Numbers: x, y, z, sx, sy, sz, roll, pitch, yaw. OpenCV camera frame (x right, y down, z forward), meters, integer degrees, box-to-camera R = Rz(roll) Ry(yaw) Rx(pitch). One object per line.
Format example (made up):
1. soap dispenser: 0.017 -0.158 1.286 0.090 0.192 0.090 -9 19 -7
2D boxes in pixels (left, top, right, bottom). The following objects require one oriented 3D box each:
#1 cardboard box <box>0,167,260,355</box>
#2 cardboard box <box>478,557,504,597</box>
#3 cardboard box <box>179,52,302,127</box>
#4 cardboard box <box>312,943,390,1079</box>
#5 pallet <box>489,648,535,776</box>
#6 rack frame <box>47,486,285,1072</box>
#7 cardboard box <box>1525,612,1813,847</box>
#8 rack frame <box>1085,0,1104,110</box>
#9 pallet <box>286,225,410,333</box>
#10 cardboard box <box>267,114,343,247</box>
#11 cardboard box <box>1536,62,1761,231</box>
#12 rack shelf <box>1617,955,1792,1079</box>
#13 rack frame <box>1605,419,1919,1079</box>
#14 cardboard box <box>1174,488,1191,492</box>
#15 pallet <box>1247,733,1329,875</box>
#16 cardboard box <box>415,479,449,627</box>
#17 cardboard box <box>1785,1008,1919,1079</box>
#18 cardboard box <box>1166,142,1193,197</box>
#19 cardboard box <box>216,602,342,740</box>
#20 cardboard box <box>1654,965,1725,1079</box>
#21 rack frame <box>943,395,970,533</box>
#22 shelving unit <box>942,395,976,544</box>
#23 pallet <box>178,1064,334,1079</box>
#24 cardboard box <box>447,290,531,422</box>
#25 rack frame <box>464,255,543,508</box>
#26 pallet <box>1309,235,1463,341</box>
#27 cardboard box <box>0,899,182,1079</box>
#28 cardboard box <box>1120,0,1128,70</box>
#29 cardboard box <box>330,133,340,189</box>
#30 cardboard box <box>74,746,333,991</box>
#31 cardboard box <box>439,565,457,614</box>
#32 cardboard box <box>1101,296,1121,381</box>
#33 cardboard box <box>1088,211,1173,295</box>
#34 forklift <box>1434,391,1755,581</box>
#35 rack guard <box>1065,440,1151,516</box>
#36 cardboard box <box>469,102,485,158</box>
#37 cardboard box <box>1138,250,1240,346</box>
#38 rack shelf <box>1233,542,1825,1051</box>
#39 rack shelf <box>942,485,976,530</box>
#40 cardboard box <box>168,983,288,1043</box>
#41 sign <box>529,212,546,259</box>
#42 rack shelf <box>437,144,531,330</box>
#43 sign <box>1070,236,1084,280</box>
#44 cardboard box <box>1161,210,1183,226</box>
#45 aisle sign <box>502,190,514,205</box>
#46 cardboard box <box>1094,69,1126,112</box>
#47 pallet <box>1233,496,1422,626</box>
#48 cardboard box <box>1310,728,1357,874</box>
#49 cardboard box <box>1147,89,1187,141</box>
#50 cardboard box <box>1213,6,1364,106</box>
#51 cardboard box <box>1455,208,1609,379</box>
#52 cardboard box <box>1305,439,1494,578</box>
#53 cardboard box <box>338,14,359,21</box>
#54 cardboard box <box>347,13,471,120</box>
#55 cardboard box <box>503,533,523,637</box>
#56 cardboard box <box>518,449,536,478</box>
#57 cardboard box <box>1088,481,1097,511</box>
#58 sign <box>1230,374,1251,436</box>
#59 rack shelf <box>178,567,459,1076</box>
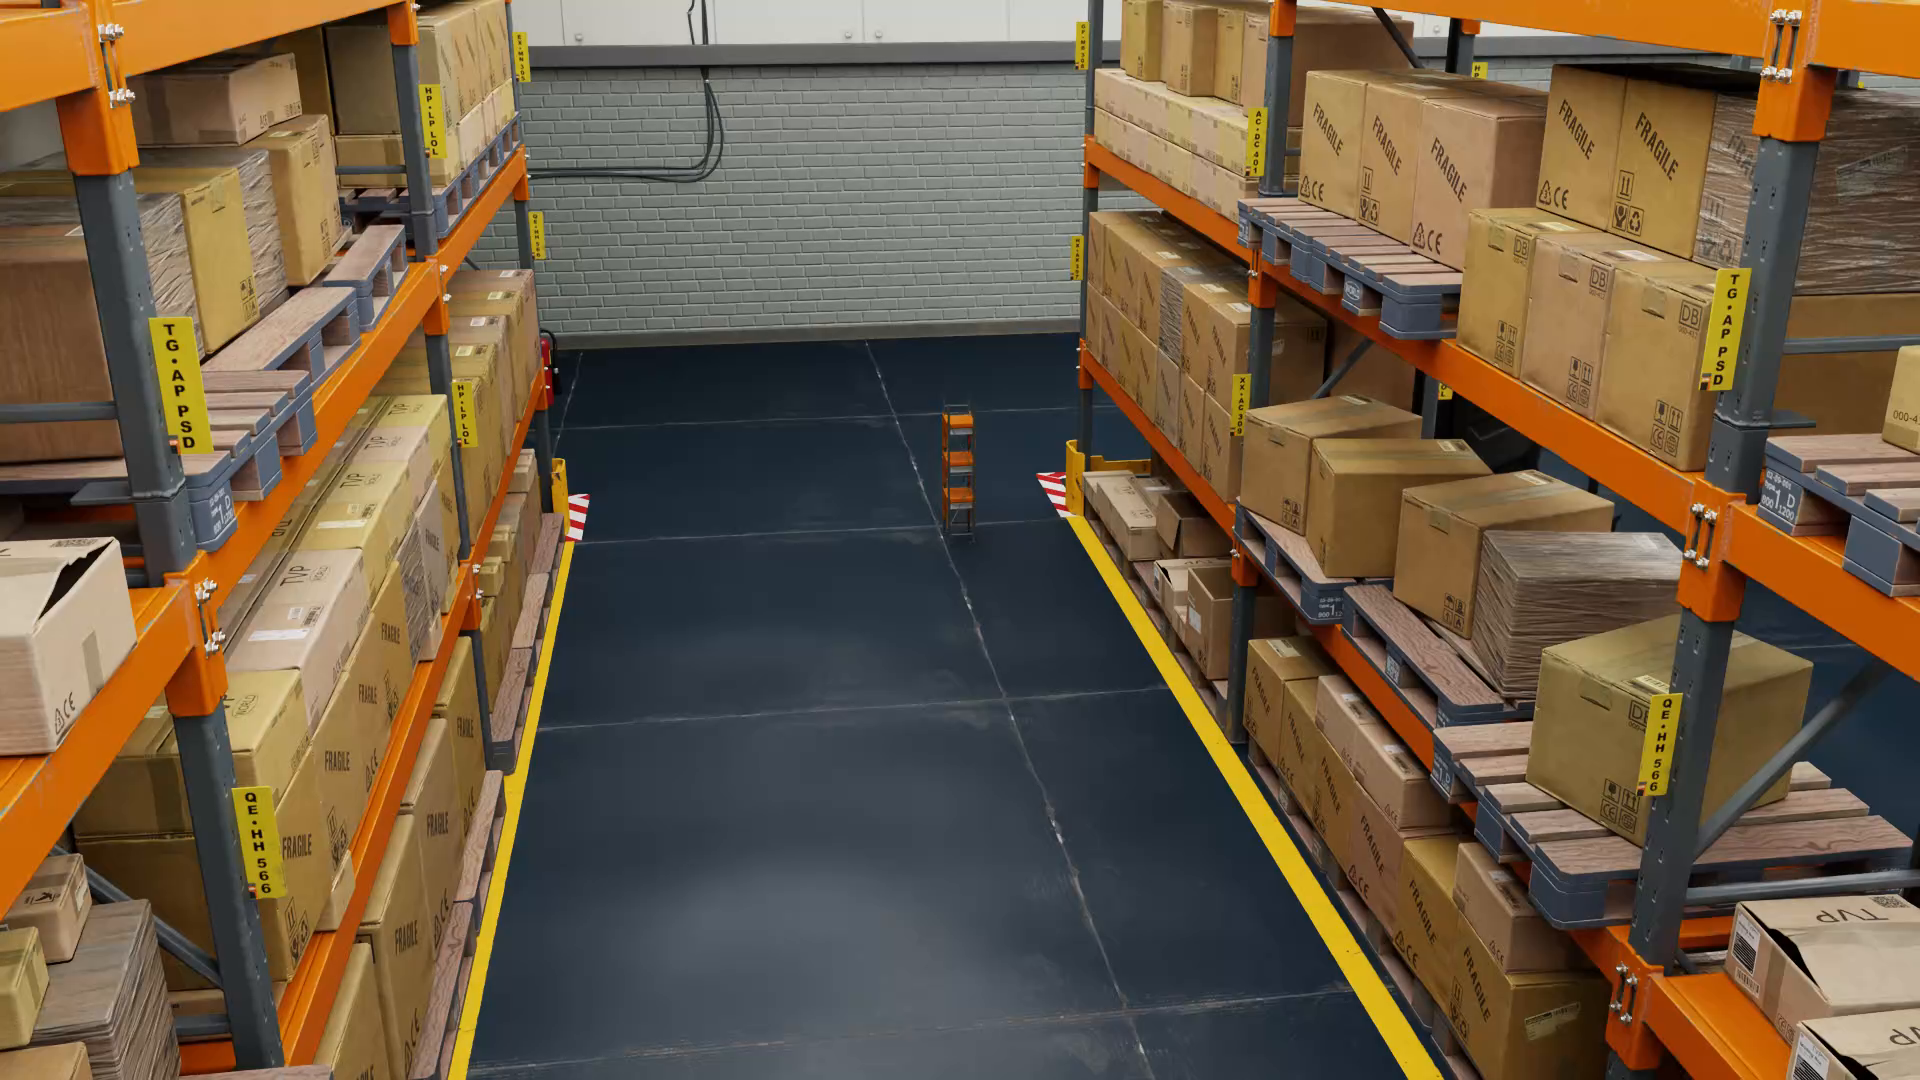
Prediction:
1. cardboard box: -2.667 -0.877 5.219 0.700 0.500 0.500 -2 21 -5
2. cardboard box: -2.797 0.213 9.405 0.380 0.149 0.250 -2 21 -6
3. cardboard box: -2.924 -1.764 6.522 0.500 0.250 0.500 -1 21 -4
4. cardboard box: -2.321 1.868 5.400 0.750 0.750 0.750 -3 21 -8
5. pallet: -2.954 0.973 9.309 1.003 0.211 1.213 -3 21 -8
6. rack frame: -2.345 1.319 4.398 1.000 3.000 0.127 -3 21 -8
7. cardboard box: 2.354 0.612 5.548 0.700 0.500 0.500 -10 23 -26
8. rack frame: 1.403 -4.512 11.436 1.000 3.000 0.127 -3 21 -8
9. pallet: -2.740 -1.067 6.771 0.805 0.209 1.217 -4 21 -10
10. cardboard box: -2.903 -1.414 6.656 0.700 0.500 0.500 -4 21 -11
11. cardboard box: 2.353 -1.357 5.704 0.500 0.500 0.500 -3 21 -8
12. rack shelf: 2.845 2.097 3.342 1.077 0.370 4.000 -3 21 -8
13. rack frame: 2.557 1.068 5.070 1.000 3.000 0.127 -3 21 -8
14. cardboard box: 1.695 -0.260 12.047 0.380 0.166 0.250 -3 21 -8
15. pallet: 2.135 1.269 8.517 1.003 0.211 1.213 -3 21 -8
16. cardboard box: -2.522 0.062 7.167 0.500 0.500 0.500 -3 21 -7
17. cardboard box: 2.494 1.429 4.230 0.500 0.311 0.500 -3 21 -8
18. cardboard box: 1.505 -2.153 9.622 0.500 0.250 0.500 -3 21 -8
19. cardboard box: -2.233 0.416 5.147 0.500 0.250 0.500 -3 21 -9
20. cardboard box: 2.774 1.861 5.891 0.500 0.500 0.500 -2 21 -5
21. rack frame: -0.025 -0.553 12.195 0.200 1.050 0.008 -3 21 -8
22. shelving unit: -0.008 -0.510 12.082 0.215 1.050 0.252 -3 21 -8
23. pallet: -2.137 1.650 3.785 1.213 0.211 1.003 -3 21 -8
24. cardboard box: -3.299 -1.164 10.617 0.980 0.700 0.700 -3 21 -8
25. rack frame: -3.495 -1.451 11.814 0.949 2.616 0.053 -3 21 -8
26. pallet: 2.157 -1.046 6.711 1.213 0.211 1.003 -3 21 -8
27. cardboard box: -2.267 1.228 3.869 0.700 0.500 0.500 -5 21 -14
28. cardboard box: 1.494 -3.445 11.295 0.700 0.500 0.500 -3 21 -8
29. cardboard box: -3.252 -1.870 8.119 0.500 0.250 0.500 -3 21 -7
30. cardboard box: -2.162 0.942 4.810 0.500 0.500 0.500 -2 21 -6
31. cardboard box: -2.533 0.231 7.640 0.380 0.149 0.250 -3 21 -7
32. cardboard box: 1.286 -1.404 11.544 0.500 0.500 0.500 -3 21 -8
33. cardboard box: 1.206 -2.050 11.847 0.500 0.500 0.500 -2 21 -6
34. forklift: 3.938 -1.208 11.262 3.031 2.935 1.130 19 28 41
35. rack guard: 1.414 -0.505 12.853 1.175 0.500 0.348 -3 21 -8
36. cardboard box: -2.901 -2.251 9.141 0.500 0.250 0.500 -3 21 -9
37. cardboard box: 1.431 -1.520 10.428 0.500 0.500 0.500 -3 21 -8
38. rack shelf: 2.268 0.712 7.050 1.077 0.370 4.000 -3 21 -8
39. rack shelf: -0.008 -0.240 12.183 0.215 0.259 0.240 -3 21 -8
40. cardboard box: -2.163 1.302 4.775 0.380 0.149 0.250 -3 21 -9
41. sign: -2.959 -2.127 11.630 0.100 0.325 0.005 -3 21 -8
42. rack shelf: -3.210 -1.827 9.561 1.077 0.370 4.000 -3 21 -8
43. sign: 0.866 -2.080 12.261 0.100 0.325 0.005 -3 21 -8
44. cardboard box: 1.740 -2.077 11.918 0.500 0.500 0.500 -3 21 -8
45. aisle sign: -3.211 -2.709 11.466 0.394 0.787 0.004 -3 21 -8
46. cardboard box: 1.220 -3.080 11.389 0.500 0.250 0.500 -3 21 -8
47. pallet: 1.987 0.055 8.056 1.003 0.211 1.213 -3 21 -8
48. cardboard box: 1.961 1.185 7.700 0.500 0.500 0.500 -3 21 -7
49. cardboard box: 1.431 -2.561 9.998 0.500 0.250 0.500 -3 21 -8
50. cardboard box: 1.862 -2.757 9.452 0.700 0.500 0.500 -3 21 -8
51. cardboard box: 2.312 -0.890 5.882 0.910 0.500 0.500 -3 21 -8
52. cardboard box: 1.989 -0.151 7.589 0.700 0.500 0.500 0 20 1
53. cardboard box: -3.328 -2.405 8.480 0.500 0.500 0.500 -4 21 -10
54. cardboard box: -2.827 -2.434 8.559 0.500 0.500 0.500 -3 21 -9
55. cardboard box: -3.069 0.292 10.119 0.700 0.500 0.500 -2 21 -6
56. cardboard box: -3.099 -0.508 11.334 0.380 0.149 0.250 -3 21 -8
57. cardboard box: 1.160 -0.332 12.239 0.380 0.166 0.250 -3 21 -8
58. sign: 1.444 -0.693 8.546 0.100 0.325 0.005 -3 21 -8
59. rack shelf: -2.633 0.872 6.343 0.919 0.124 3.809 -3 21 -8
